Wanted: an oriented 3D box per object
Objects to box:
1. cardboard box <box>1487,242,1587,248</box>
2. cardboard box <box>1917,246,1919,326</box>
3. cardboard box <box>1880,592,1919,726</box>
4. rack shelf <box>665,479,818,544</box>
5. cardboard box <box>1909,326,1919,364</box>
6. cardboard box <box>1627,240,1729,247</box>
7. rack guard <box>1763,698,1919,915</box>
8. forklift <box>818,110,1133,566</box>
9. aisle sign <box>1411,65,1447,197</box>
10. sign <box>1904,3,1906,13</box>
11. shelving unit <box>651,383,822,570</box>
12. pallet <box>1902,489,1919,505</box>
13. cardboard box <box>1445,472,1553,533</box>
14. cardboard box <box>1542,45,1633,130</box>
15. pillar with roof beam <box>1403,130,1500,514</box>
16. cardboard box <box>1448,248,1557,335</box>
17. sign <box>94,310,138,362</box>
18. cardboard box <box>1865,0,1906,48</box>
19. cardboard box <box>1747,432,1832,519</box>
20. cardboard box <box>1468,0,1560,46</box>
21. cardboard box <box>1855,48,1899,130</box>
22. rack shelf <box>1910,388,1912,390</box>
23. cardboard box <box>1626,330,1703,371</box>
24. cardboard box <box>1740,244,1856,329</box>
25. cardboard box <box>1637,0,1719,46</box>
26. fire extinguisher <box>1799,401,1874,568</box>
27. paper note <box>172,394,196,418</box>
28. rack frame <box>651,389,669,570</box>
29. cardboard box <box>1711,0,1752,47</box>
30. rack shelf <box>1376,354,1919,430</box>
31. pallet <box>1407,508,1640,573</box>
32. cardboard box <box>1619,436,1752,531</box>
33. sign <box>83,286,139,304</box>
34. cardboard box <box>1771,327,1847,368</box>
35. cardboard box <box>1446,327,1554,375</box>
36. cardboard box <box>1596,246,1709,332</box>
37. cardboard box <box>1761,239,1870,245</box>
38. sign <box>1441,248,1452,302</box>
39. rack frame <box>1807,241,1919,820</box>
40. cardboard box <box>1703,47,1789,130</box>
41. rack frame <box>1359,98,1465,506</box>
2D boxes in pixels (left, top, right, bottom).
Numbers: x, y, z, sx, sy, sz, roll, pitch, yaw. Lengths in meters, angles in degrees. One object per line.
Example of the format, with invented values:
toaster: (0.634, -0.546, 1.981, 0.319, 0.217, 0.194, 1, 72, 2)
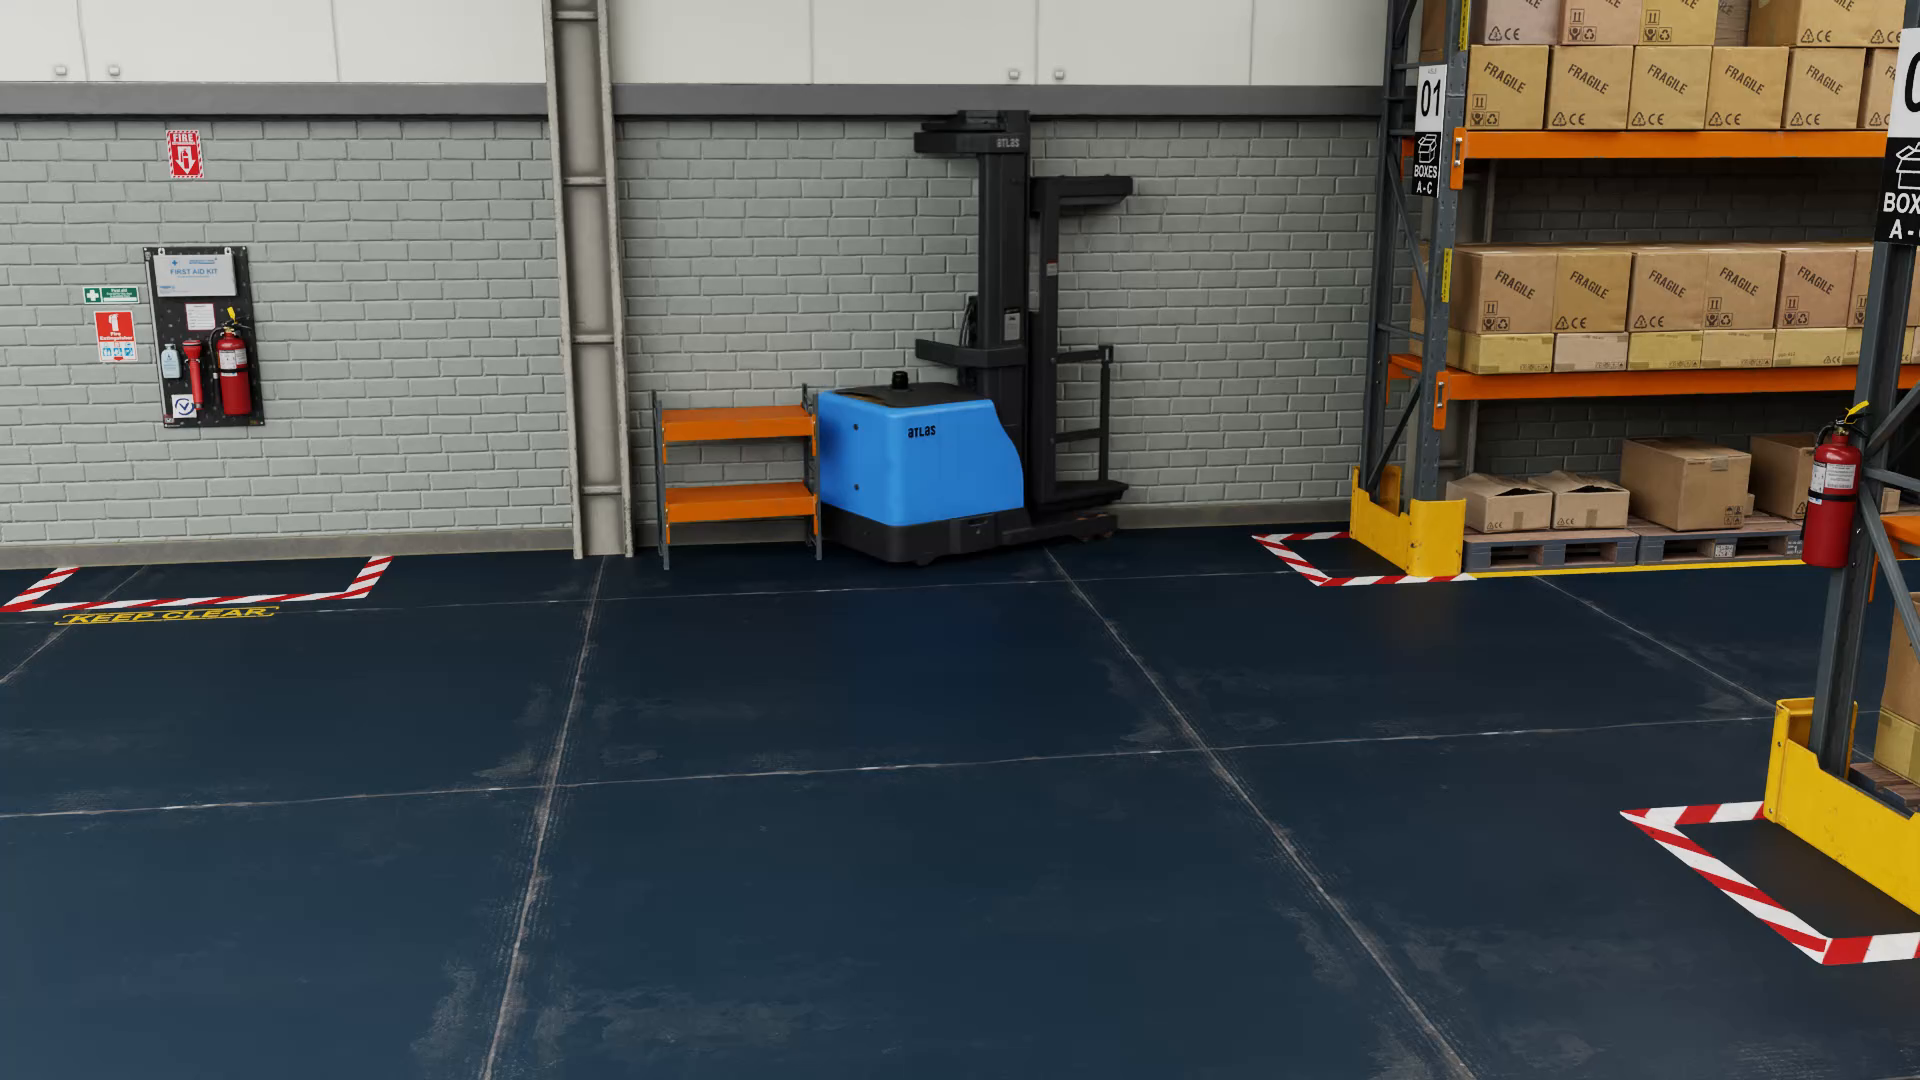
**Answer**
cardboard box: (3.875, -1.740, 11.219, 0.500, 0.500, 0.500, -2, 14, -8)
cardboard box: (6.475, -1.709, 11.097, 0.500, 0.500, 0.500, -2, 14, -8)
cardboard box: (4.169, 0.512, 6.763, 0.500, 0.500, 0.500, -2, 14, -8)
rack shelf: (-1.498, -0.201, 11.218, 1.000, 0.278, 0.538, -4, 15, -14)
cardboard box: (6.473, -1.347, 11.193, 0.500, 0.250, 0.500, -2, 14, -8)
cardboard box: (4.883, -1.778, 11.370, 0.500, 0.500, 0.500, -2, 14, -8)
rack guard: (3.659, 1.050, 6.509, 0.348, 0.500, 1.175, -2, 14, -8)
forklift: (0.508, -1.511, 11.720, 3.031, 2.935, 1.130, -10, 17, -34)
aisle sign: (2.914, -2.541, 10.344, 0.004, 0.787, 0.394, -2, 14, -8)
sign: (3.616, -2.141, 6.268, 0.005, 0.325, 0.100, -2, 14, -8)
shelving unit: (-1.498, -0.439, 11.158, 1.048, 1.125, 0.538, -4, 15, -14)
pallet: (7.666, -0.176, 11.990, 1.213, 0.211, 1.003, -2, 14, -8)
cardboard box: (3.639, -0.268, 11.246, 0.500, 0.311, 0.500, -4, 15, -15)
cardboard box: (3.845, -2.831, 10.431, 0.500, 0.500, 0.500, -1, 14, -5)
pillar with roof beam: (4.146, -3.463, 7.031, 0.400, 9.000, 9.100, -2, 14, -8)
cardboard box: (3.458, -1.601, 10.664, 0.500, 0.500, 0.500, -2, 14, -8)
sign: (-5.440, -1.313, 10.717, 0.234, 0.329, 0.001, -2, 14, -8)
cardboard box: (5.898, -3.392, 10.614, 0.500, 0.500, 0.500, -1, 14, -5)
cardboard box: (5.876, -0.454, 11.599, 0.500, 0.500, 0.500, -3, 14, -13)
cardboard box: (3.358, -3.309, 10.281, 0.500, 0.500, 0.500, -3, 14, -12)
cardboard box: (5.932, -2.920, 10.786, 0.500, 0.500, 0.500, -3, 14, -13)
rack shelf: (8.874, -1.224, 11.913, 4.000, 0.370, 1.077, -2, 14, -8)
cardboard box: (4.487, -1.273, 10.897, 0.500, 0.250, 0.500, -2, 14, -9)
cardboard box: (5.483, -1.674, 10.956, 0.500, 0.500, 0.500, -3, 14, -10)
cardboard box: (4.367, -3.336, 10.389, 0.500, 0.500, 0.500, -2, 14, -7)
fire extinguisher: (3.497, -0.234, 6.646, 0.183, 0.674, 0.296, -2, 14, -8)
paper note: (-5.063, -0.874, 10.850, 0.142, 0.148, 0.016, -2, 14, -8)
rack frame: (-1.991, -0.408, 11.036, 0.032, 1.125, 0.500, -4, 15, -14)
cardboard box: (4.855, -3.483, 10.976, 0.500, 0.500, 0.500, -2, 14, -8)
rack shelf: (4.919, -1.079, 11.335, 4.000, 0.370, 1.077, -2, 14, -8)
pallet: (3.825, -0.026, 11.393, 1.213, 0.211, 1.003, -2, 14, -8)
cardboard box: (4.935, -0.395, 11.363, 0.500, 0.500, 0.700, -3, 14, -12)
sign: (-5.434, -1.568, 10.644, 0.331, 0.109, 0.001, -2, 14, -8)
cardboard box: (5.484, -1.309, 11.042, 0.500, 0.250, 0.500, -2, 14, -9)
cardboard box: (3.471, -1.233, 10.741, 0.500, 0.250, 0.500, -3, 14, -10)
cardboard box: (4.460, -1.634, 10.795, 0.500, 0.500, 0.500, -3, 14, -10)
cardboard box: (5.888, -1.816, 11.523, 0.500, 0.500, 0.500, -2, 14, -9)
sign: (3.022, -1.644, 10.333, 0.005, 0.325, 0.100, -2, 14, -8)
rack frame: (3.683, -0.164, 6.208, 0.127, 3.000, 1.000, -2, 14, -8)
cardboard box: (4.885, -2.875, 10.608, 0.500, 0.500, 0.500, -1, 14, -5)
rack frame: (2.941, -1.355, 10.959, 0.127, 3.000, 1.000, -2, 14, -8)
